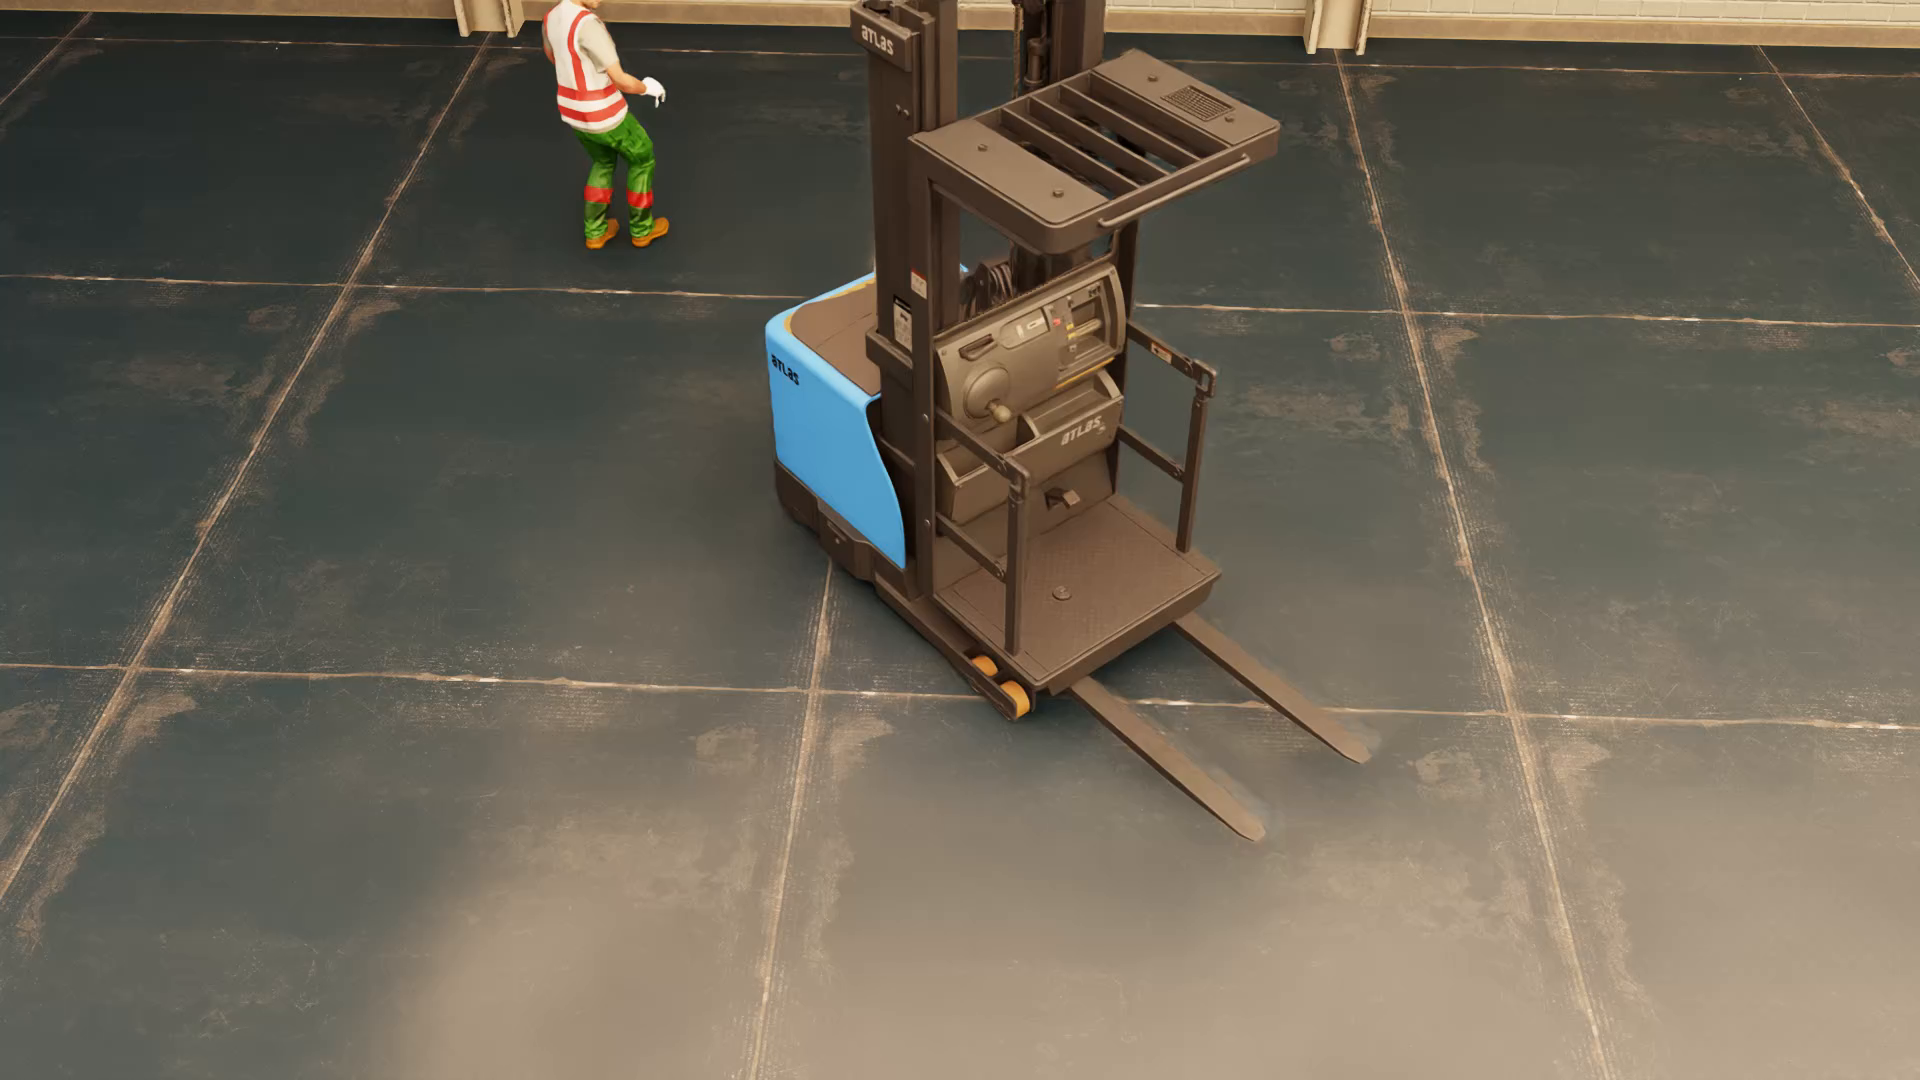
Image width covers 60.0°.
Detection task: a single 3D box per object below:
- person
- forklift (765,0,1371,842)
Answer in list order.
[{"bbox_3d":[-2.003,-2.431,9.315,0.763,1.728,0.520,29,50,28],"label":"person"},{"bbox_3d":[0.431,-0.704,6.513,1.130,2.935,3.031,-29,50,-28],"label":"forklift"}]
